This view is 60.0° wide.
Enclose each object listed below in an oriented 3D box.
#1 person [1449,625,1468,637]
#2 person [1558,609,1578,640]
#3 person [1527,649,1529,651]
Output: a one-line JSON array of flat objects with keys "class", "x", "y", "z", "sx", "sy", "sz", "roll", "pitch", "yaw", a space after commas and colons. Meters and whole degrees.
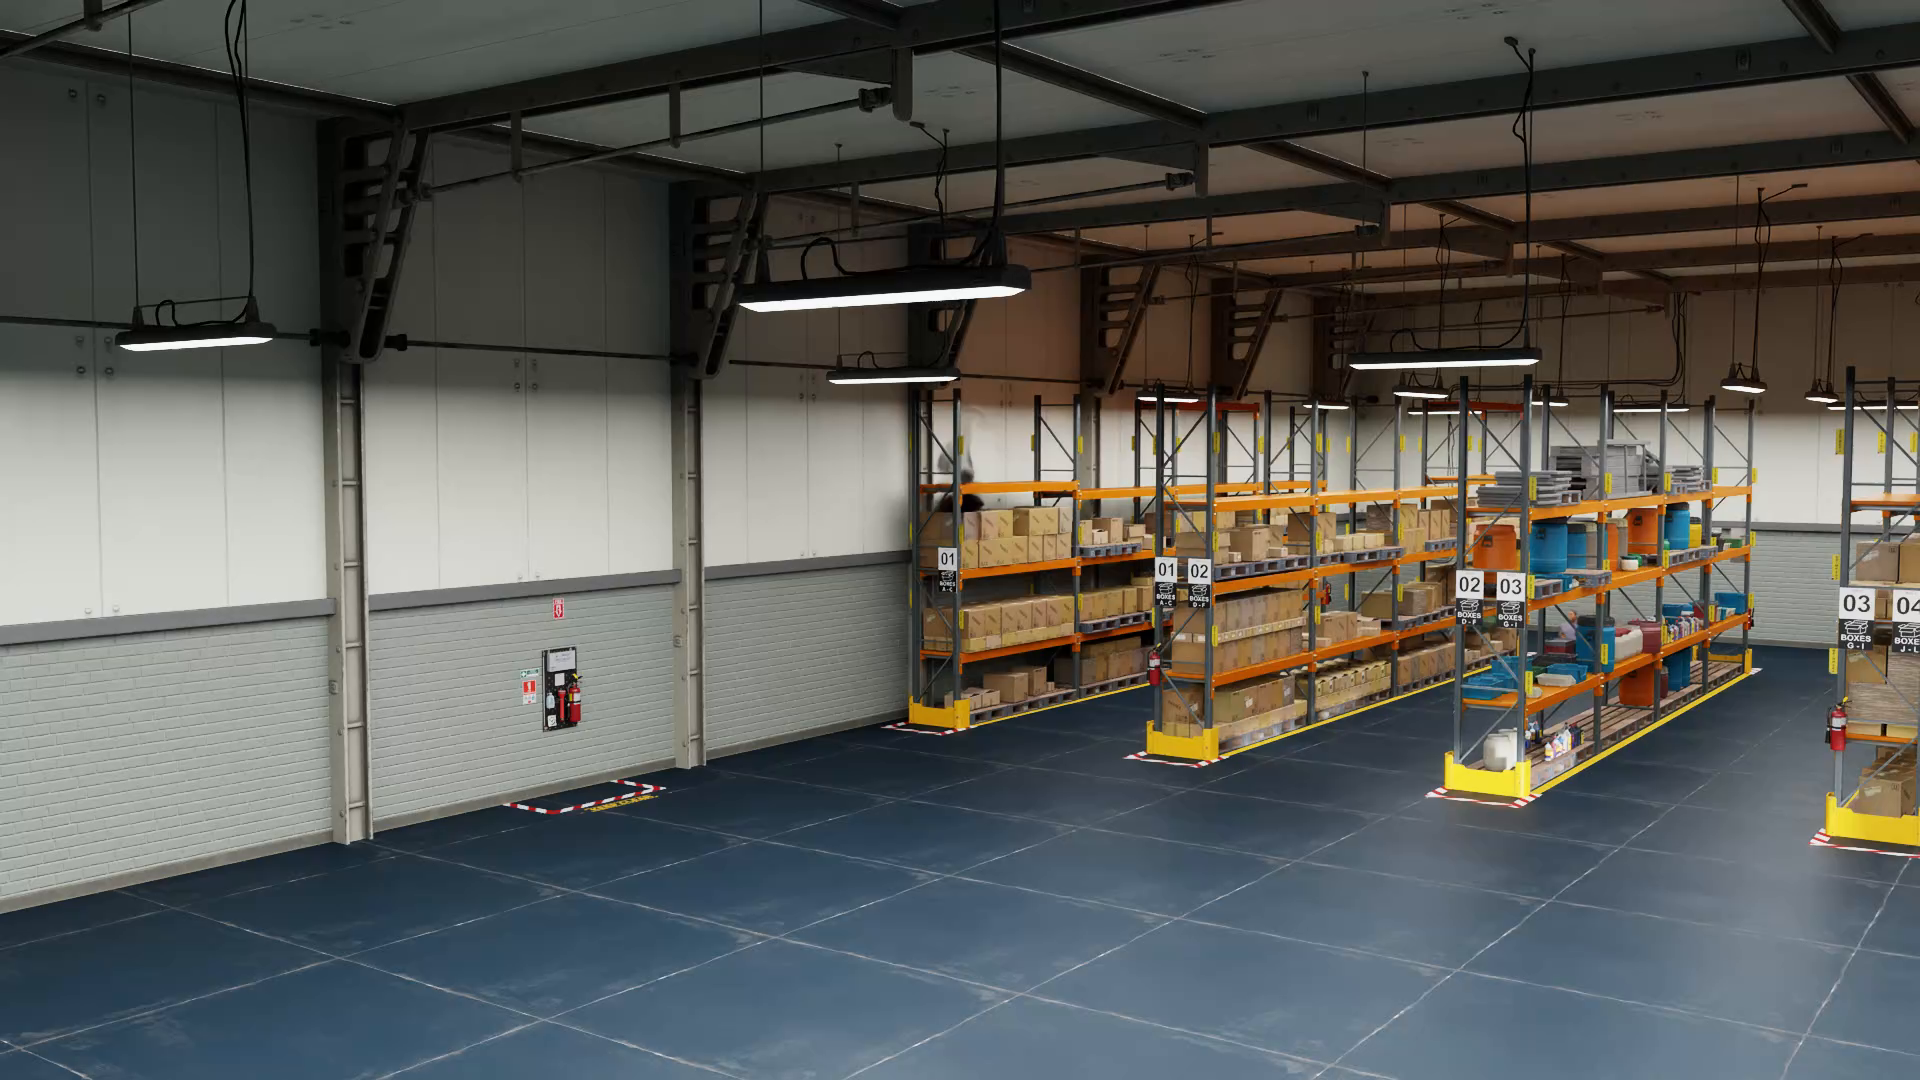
[{"class": "person", "x": 12.630, "y": 1.786, "z": 41.892, "sx": 0.589, "sy": 1.717, "sz": 0.795, "roll": -2, "pitch": 4, "yaw": -35}, {"class": "person", "x": 12.548, "y": 2.251, "z": 34.041, "sx": 0.607, "sy": 1.661, "sz": 0.802, "roll": 3, "pitch": 4, "yaw": 42}, {"class": "person", "x": 13.381, "y": 1.819, "z": 40.613, "sx": 0.923, "sy": 1.774, "sz": 0.696, "roll": 3, "pitch": 4, "yaw": 38}]
